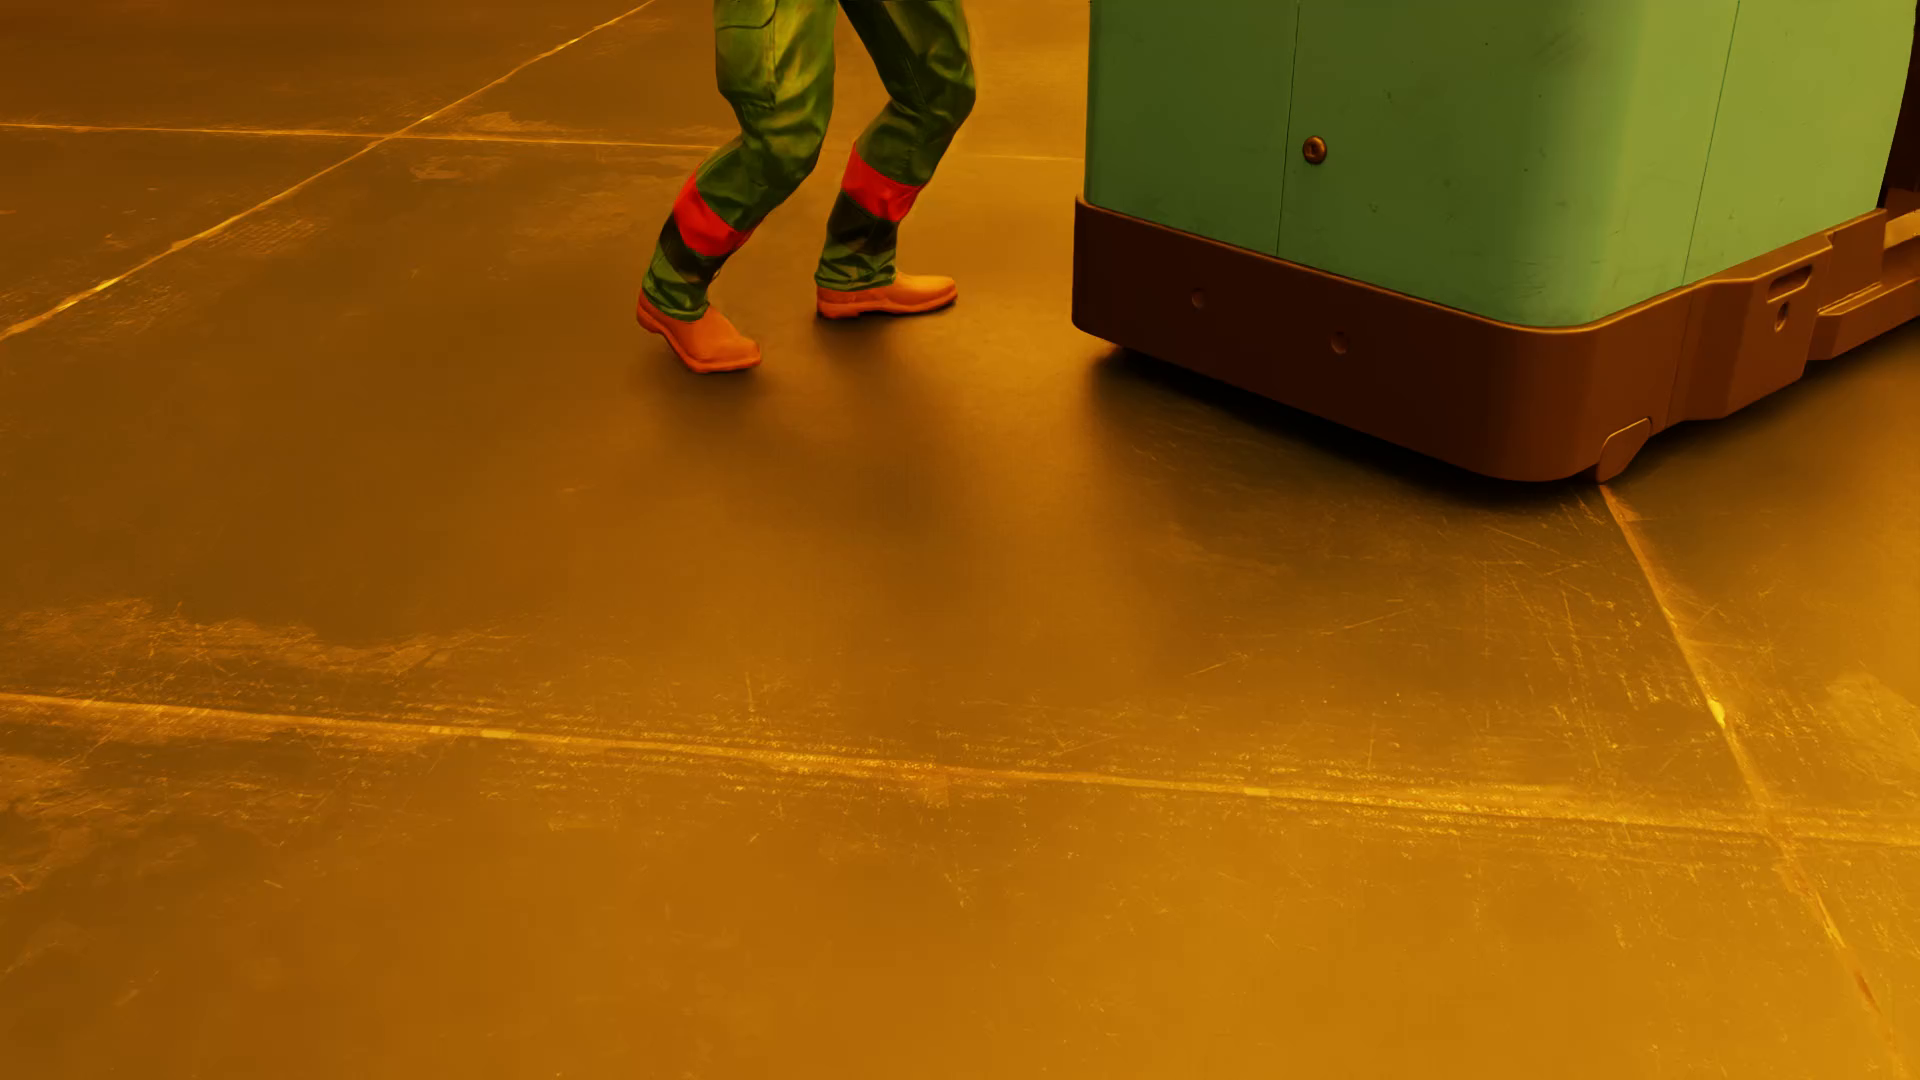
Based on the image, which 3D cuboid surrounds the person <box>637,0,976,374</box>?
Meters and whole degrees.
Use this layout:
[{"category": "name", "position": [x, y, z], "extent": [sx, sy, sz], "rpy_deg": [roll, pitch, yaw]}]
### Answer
[{"category": "person", "position": [-0.340, -1.157, 2.849], "extent": [0.496, 1.642, 0.895], "rpy_deg": [19, 32, 33]}]

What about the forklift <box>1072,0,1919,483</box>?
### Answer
[{"category": "forklift", "position": [1.659, -1.933, 3.091], "extent": [3.031, 2.935, 1.130], "rpy_deg": [-21, 33, -36]}]
